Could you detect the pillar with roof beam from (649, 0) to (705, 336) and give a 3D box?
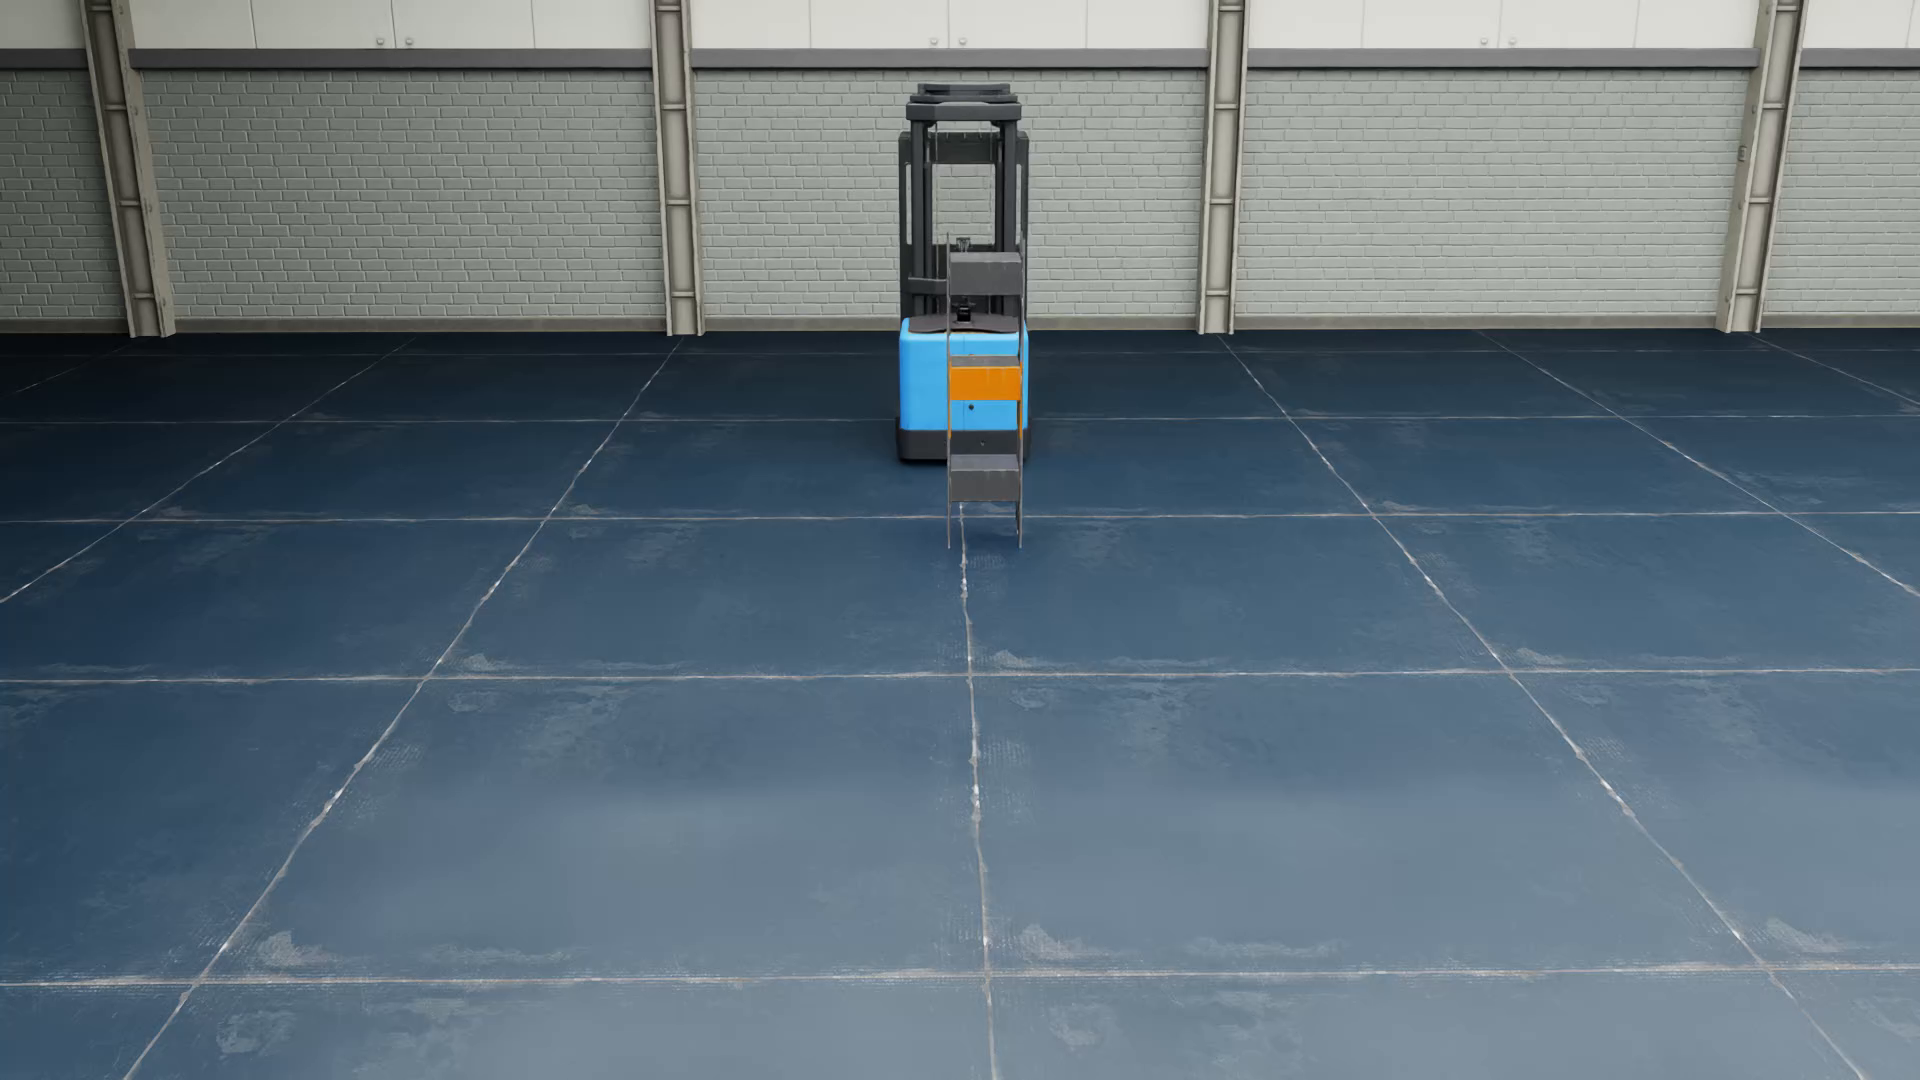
[{"bbox_3d":[-3.035,-5.317,13.389,0.400,9.000,9.100,0,18,-1],"label":"pillar with roof beam"}]

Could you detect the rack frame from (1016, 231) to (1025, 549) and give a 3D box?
[{"bbox_3d":[0.409,-1.002,11.233,0.015,2.100,0.400,0,18,-1],"label":"rack frame"}]

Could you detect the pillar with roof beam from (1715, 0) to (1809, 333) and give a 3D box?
[{"bbox_3d":[8.963,-5.374,13.569,0.400,9.000,9.100,0,18,-1],"label":"pillar with roof beam"}]

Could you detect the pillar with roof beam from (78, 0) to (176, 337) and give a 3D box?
[{"bbox_3d":[-9.034,-5.288,13.299,0.400,9.000,9.100,0,18,-1],"label":"pillar with roof beam"}]

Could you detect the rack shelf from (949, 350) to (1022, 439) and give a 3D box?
[{"bbox_3d":[0.166,-0.988,11.233,0.480,0.518,0.431,0,18,-1],"label":"rack shelf"}]

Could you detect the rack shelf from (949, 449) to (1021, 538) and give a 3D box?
[{"bbox_3d":[0.166,-0.321,11.447,0.480,0.518,0.431,0,18,-1],"label":"rack shelf"}]

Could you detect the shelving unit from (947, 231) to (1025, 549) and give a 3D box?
[{"bbox_3d":[0.166,-1.001,11.229,0.503,2.100,0.431,0,18,-1],"label":"shelving unit"}]

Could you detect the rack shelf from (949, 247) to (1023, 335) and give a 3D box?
[{"bbox_3d":[0.166,-1.654,11.020,0.480,0.518,0.431,0,18,-1],"label":"rack shelf"}]

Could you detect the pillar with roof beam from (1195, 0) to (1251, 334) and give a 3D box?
[{"bbox_3d":[2.964,-5.345,13.479,0.400,9.000,9.100,0,18,-1],"label":"pillar with roof beam"}]

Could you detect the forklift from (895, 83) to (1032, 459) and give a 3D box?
[{"bbox_3d":[0.030,-2.436,14.342,1.130,2.935,3.031,0,18,0],"label":"forklift"}]

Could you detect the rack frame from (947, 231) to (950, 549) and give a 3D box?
[{"bbox_3d":[-0.078,-0.999,11.226,0.015,2.100,0.400,0,18,-1],"label":"rack frame"}]
